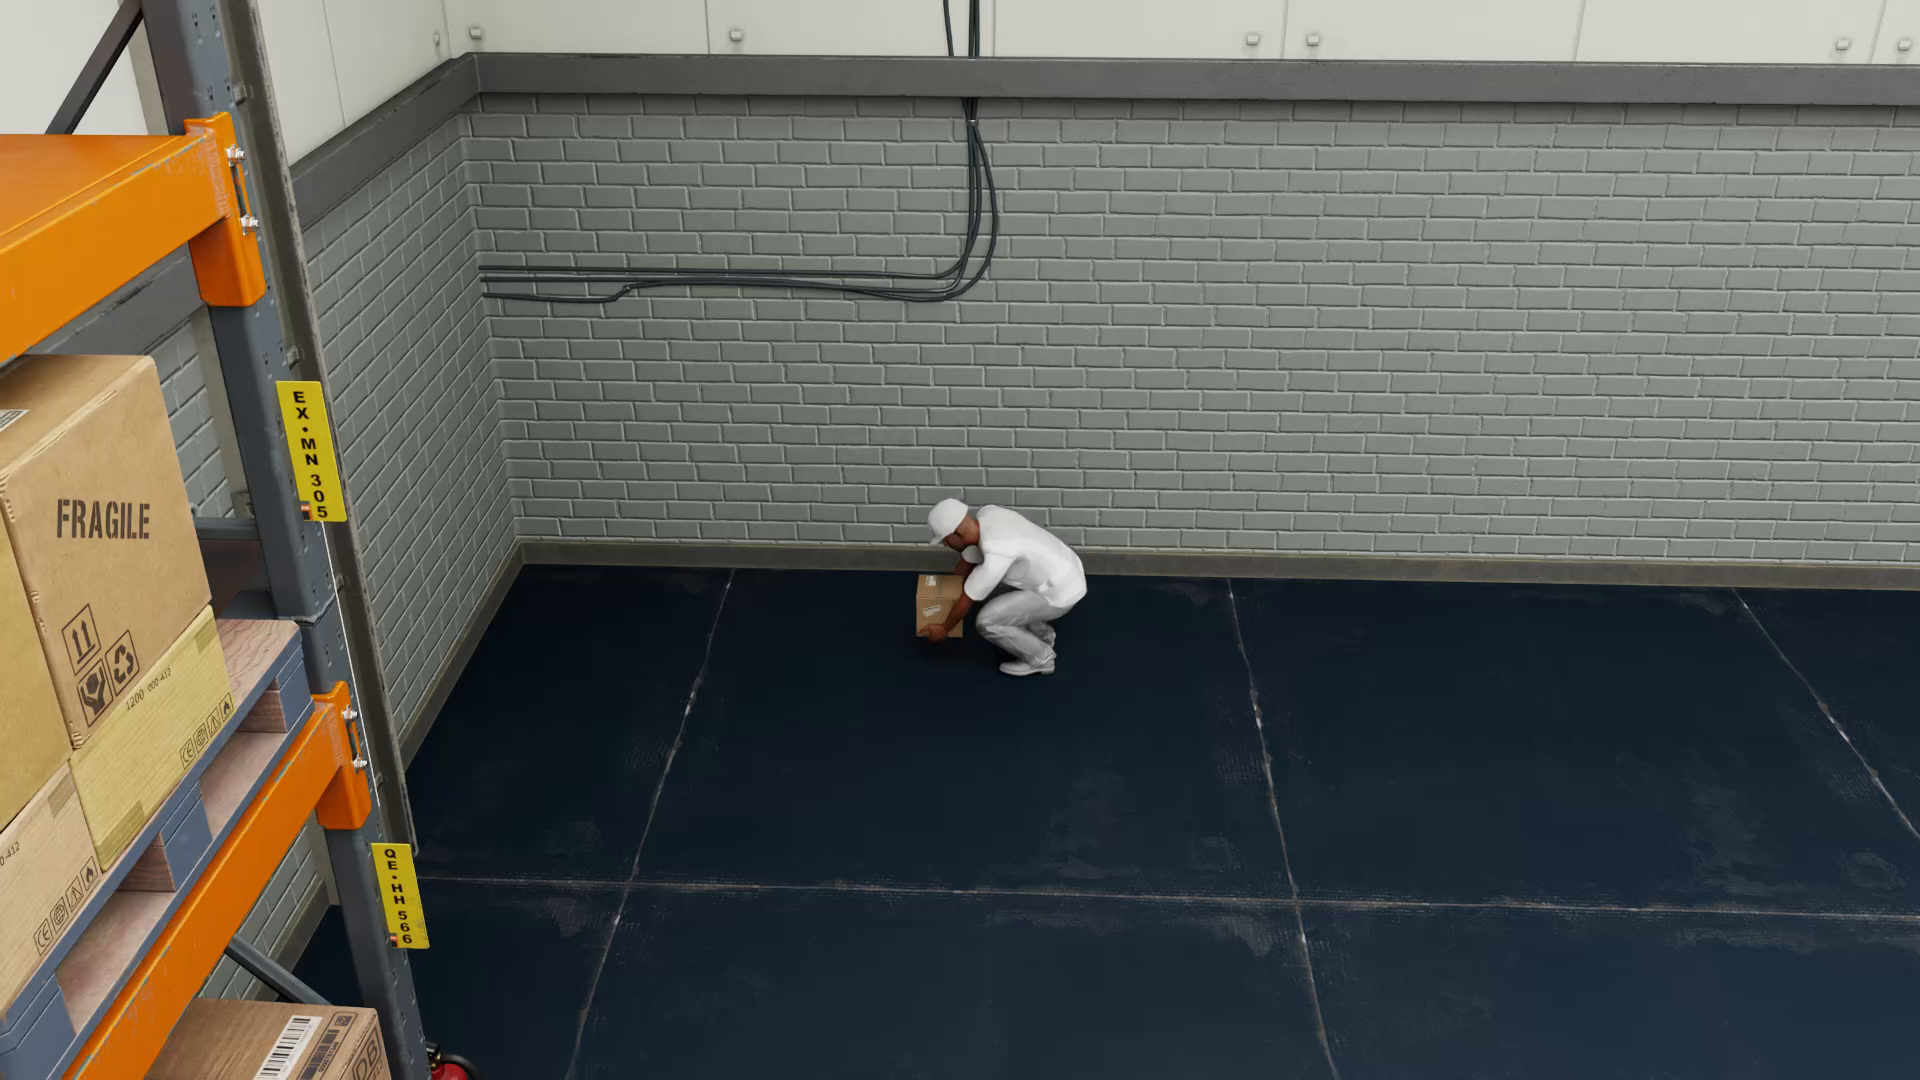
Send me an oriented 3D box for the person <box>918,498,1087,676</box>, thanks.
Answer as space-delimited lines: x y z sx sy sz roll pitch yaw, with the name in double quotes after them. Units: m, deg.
0.230 0.227 8.989 0.908 1.008 0.544 0 28 1 "person"
